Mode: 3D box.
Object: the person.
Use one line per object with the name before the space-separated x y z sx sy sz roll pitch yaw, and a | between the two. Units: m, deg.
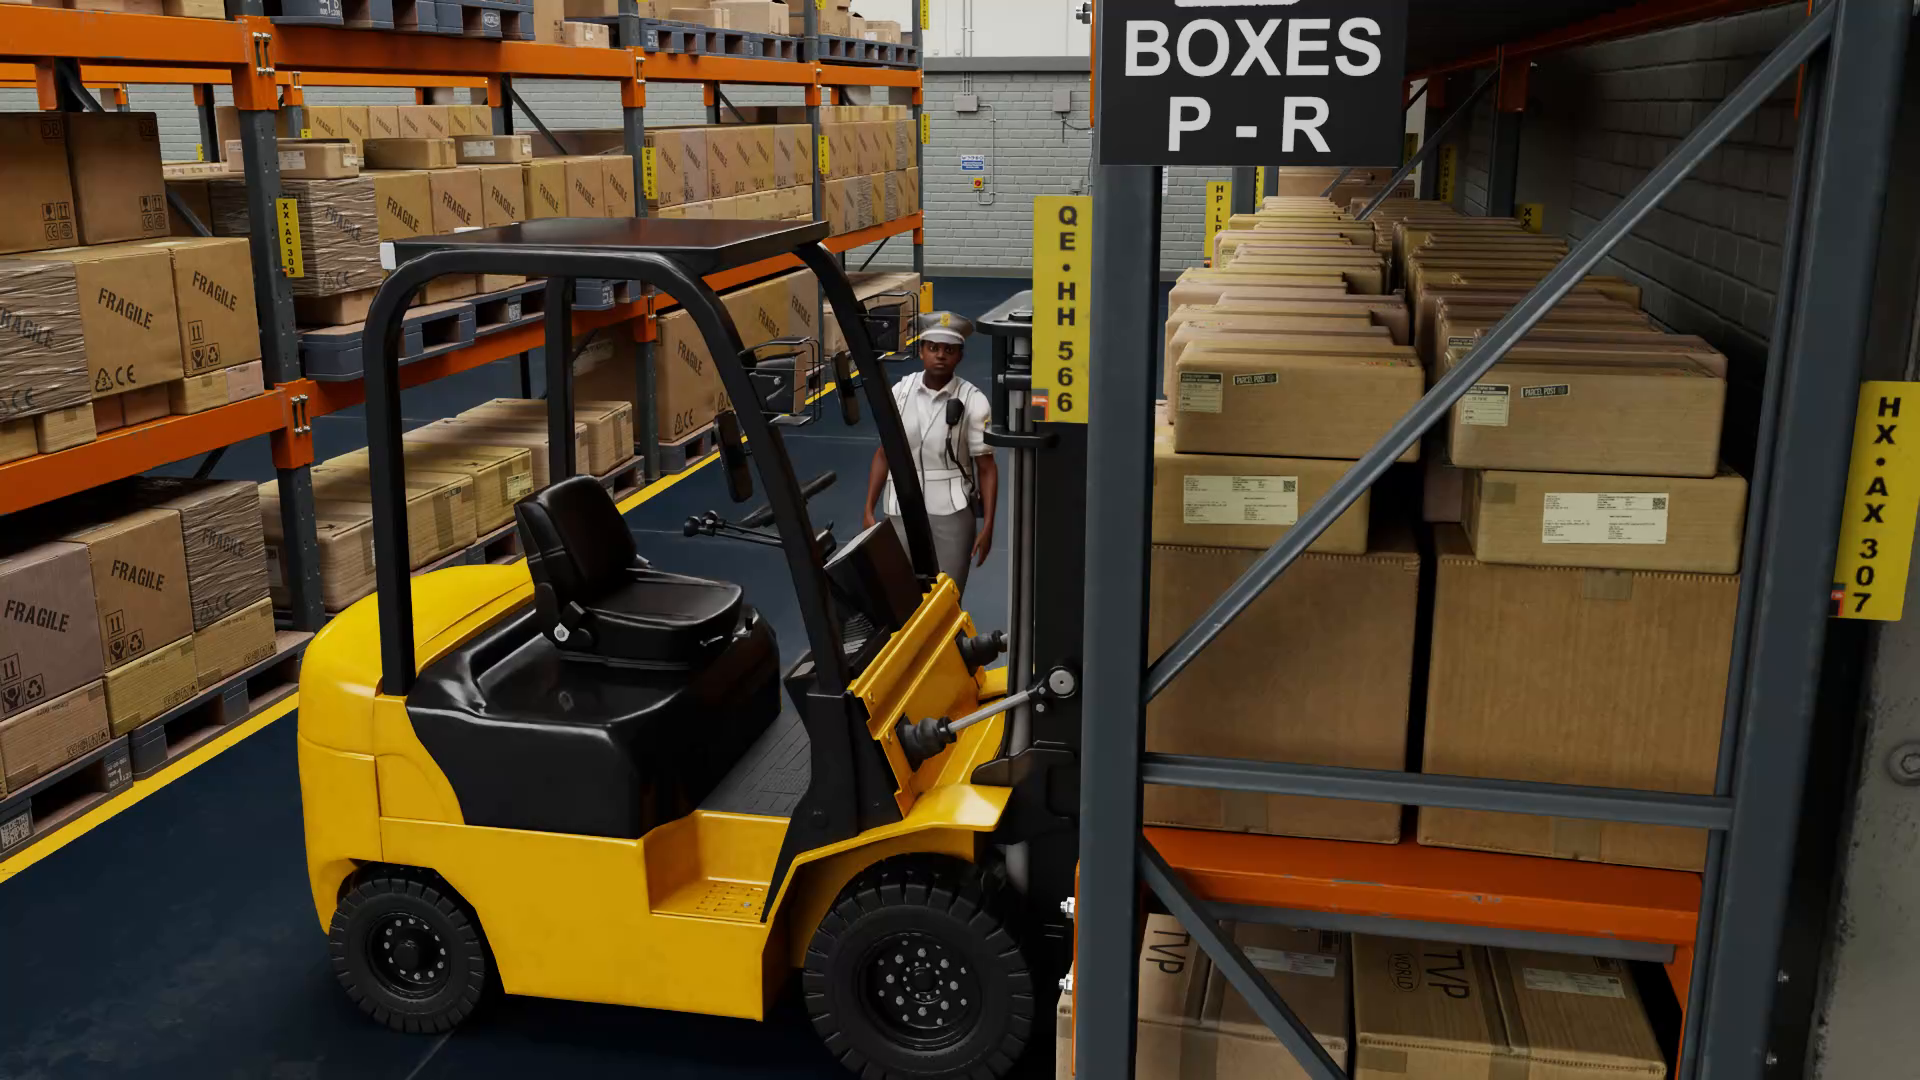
person | -0.146 -0.062 6.652 0.569 1.693 0.529 3 15 11
